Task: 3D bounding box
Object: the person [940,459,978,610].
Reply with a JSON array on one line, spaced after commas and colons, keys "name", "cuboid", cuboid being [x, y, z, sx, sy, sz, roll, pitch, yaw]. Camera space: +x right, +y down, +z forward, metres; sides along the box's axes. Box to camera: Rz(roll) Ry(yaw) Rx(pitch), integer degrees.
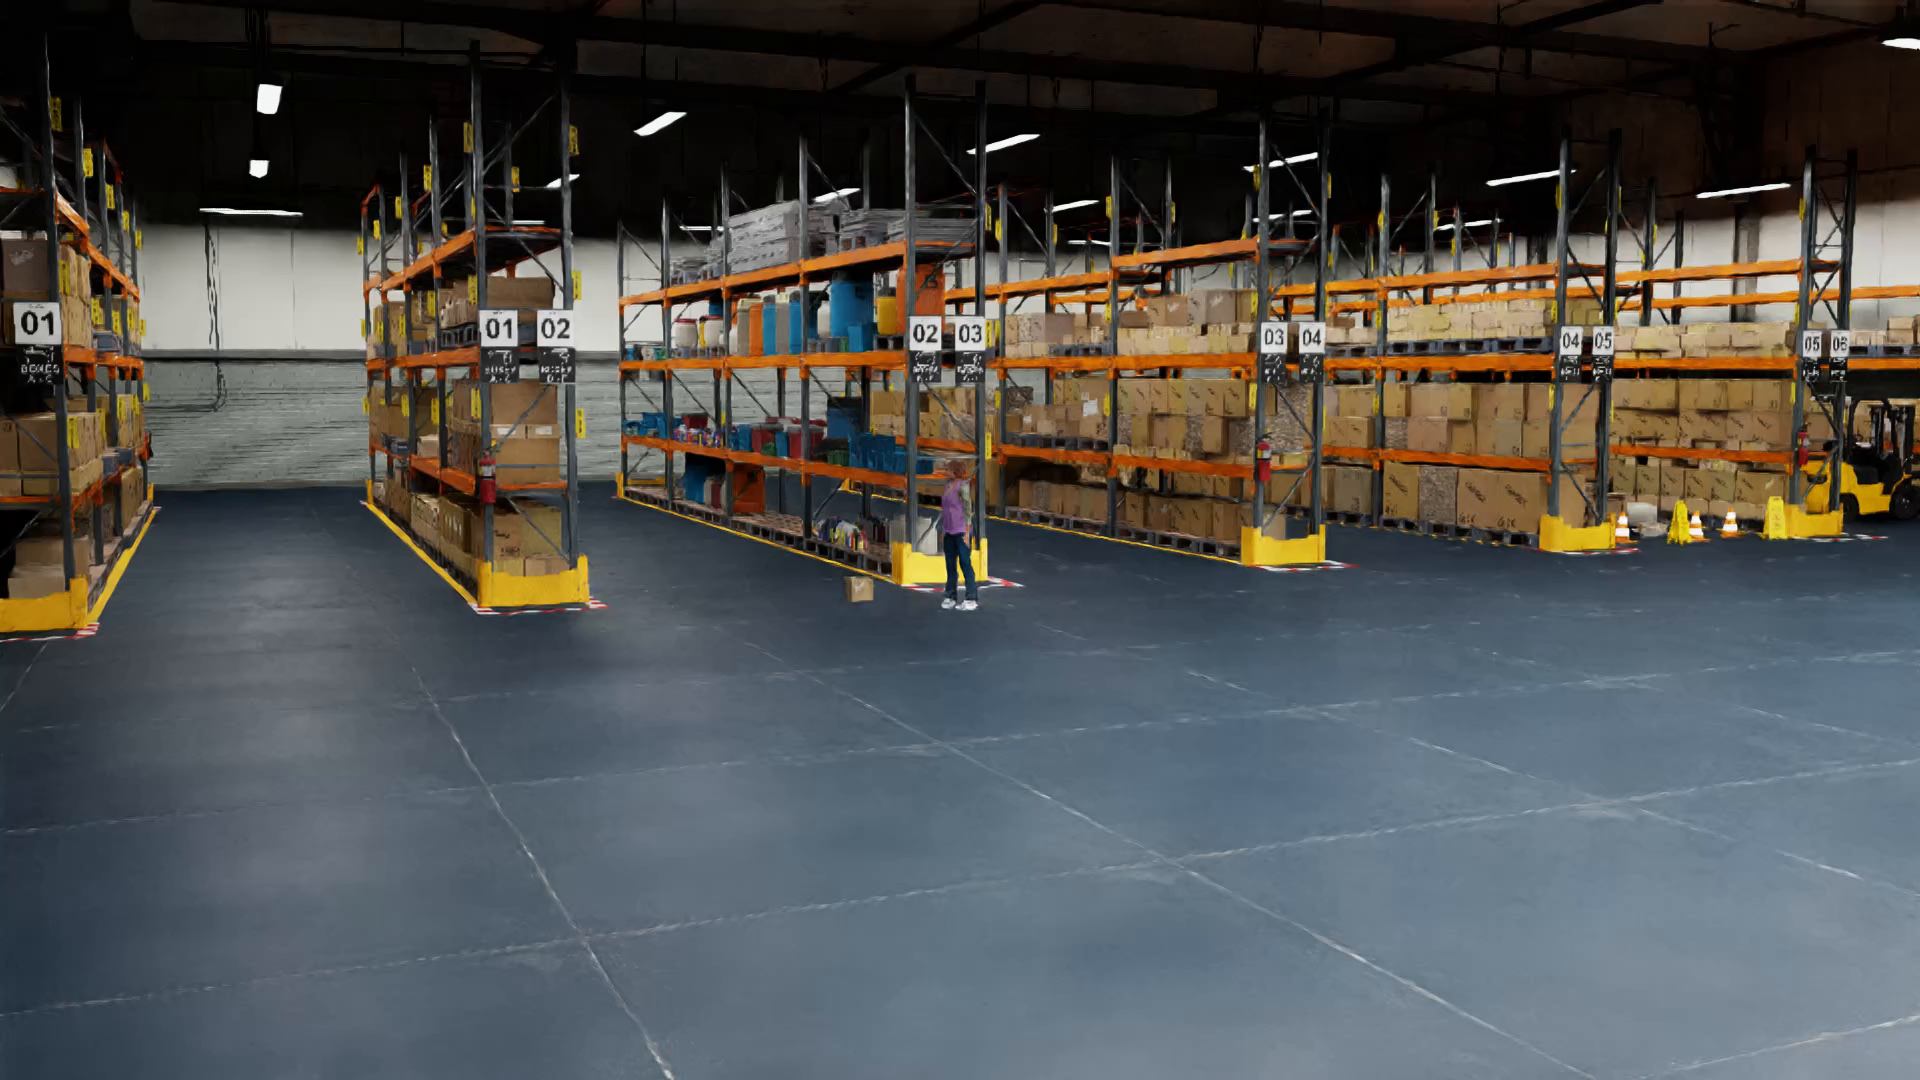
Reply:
[{"name": "person", "cuboid": [-0.028, -0.068, 17.751, 0.345, 1.600, 0.427, -4, 7, -32]}]
